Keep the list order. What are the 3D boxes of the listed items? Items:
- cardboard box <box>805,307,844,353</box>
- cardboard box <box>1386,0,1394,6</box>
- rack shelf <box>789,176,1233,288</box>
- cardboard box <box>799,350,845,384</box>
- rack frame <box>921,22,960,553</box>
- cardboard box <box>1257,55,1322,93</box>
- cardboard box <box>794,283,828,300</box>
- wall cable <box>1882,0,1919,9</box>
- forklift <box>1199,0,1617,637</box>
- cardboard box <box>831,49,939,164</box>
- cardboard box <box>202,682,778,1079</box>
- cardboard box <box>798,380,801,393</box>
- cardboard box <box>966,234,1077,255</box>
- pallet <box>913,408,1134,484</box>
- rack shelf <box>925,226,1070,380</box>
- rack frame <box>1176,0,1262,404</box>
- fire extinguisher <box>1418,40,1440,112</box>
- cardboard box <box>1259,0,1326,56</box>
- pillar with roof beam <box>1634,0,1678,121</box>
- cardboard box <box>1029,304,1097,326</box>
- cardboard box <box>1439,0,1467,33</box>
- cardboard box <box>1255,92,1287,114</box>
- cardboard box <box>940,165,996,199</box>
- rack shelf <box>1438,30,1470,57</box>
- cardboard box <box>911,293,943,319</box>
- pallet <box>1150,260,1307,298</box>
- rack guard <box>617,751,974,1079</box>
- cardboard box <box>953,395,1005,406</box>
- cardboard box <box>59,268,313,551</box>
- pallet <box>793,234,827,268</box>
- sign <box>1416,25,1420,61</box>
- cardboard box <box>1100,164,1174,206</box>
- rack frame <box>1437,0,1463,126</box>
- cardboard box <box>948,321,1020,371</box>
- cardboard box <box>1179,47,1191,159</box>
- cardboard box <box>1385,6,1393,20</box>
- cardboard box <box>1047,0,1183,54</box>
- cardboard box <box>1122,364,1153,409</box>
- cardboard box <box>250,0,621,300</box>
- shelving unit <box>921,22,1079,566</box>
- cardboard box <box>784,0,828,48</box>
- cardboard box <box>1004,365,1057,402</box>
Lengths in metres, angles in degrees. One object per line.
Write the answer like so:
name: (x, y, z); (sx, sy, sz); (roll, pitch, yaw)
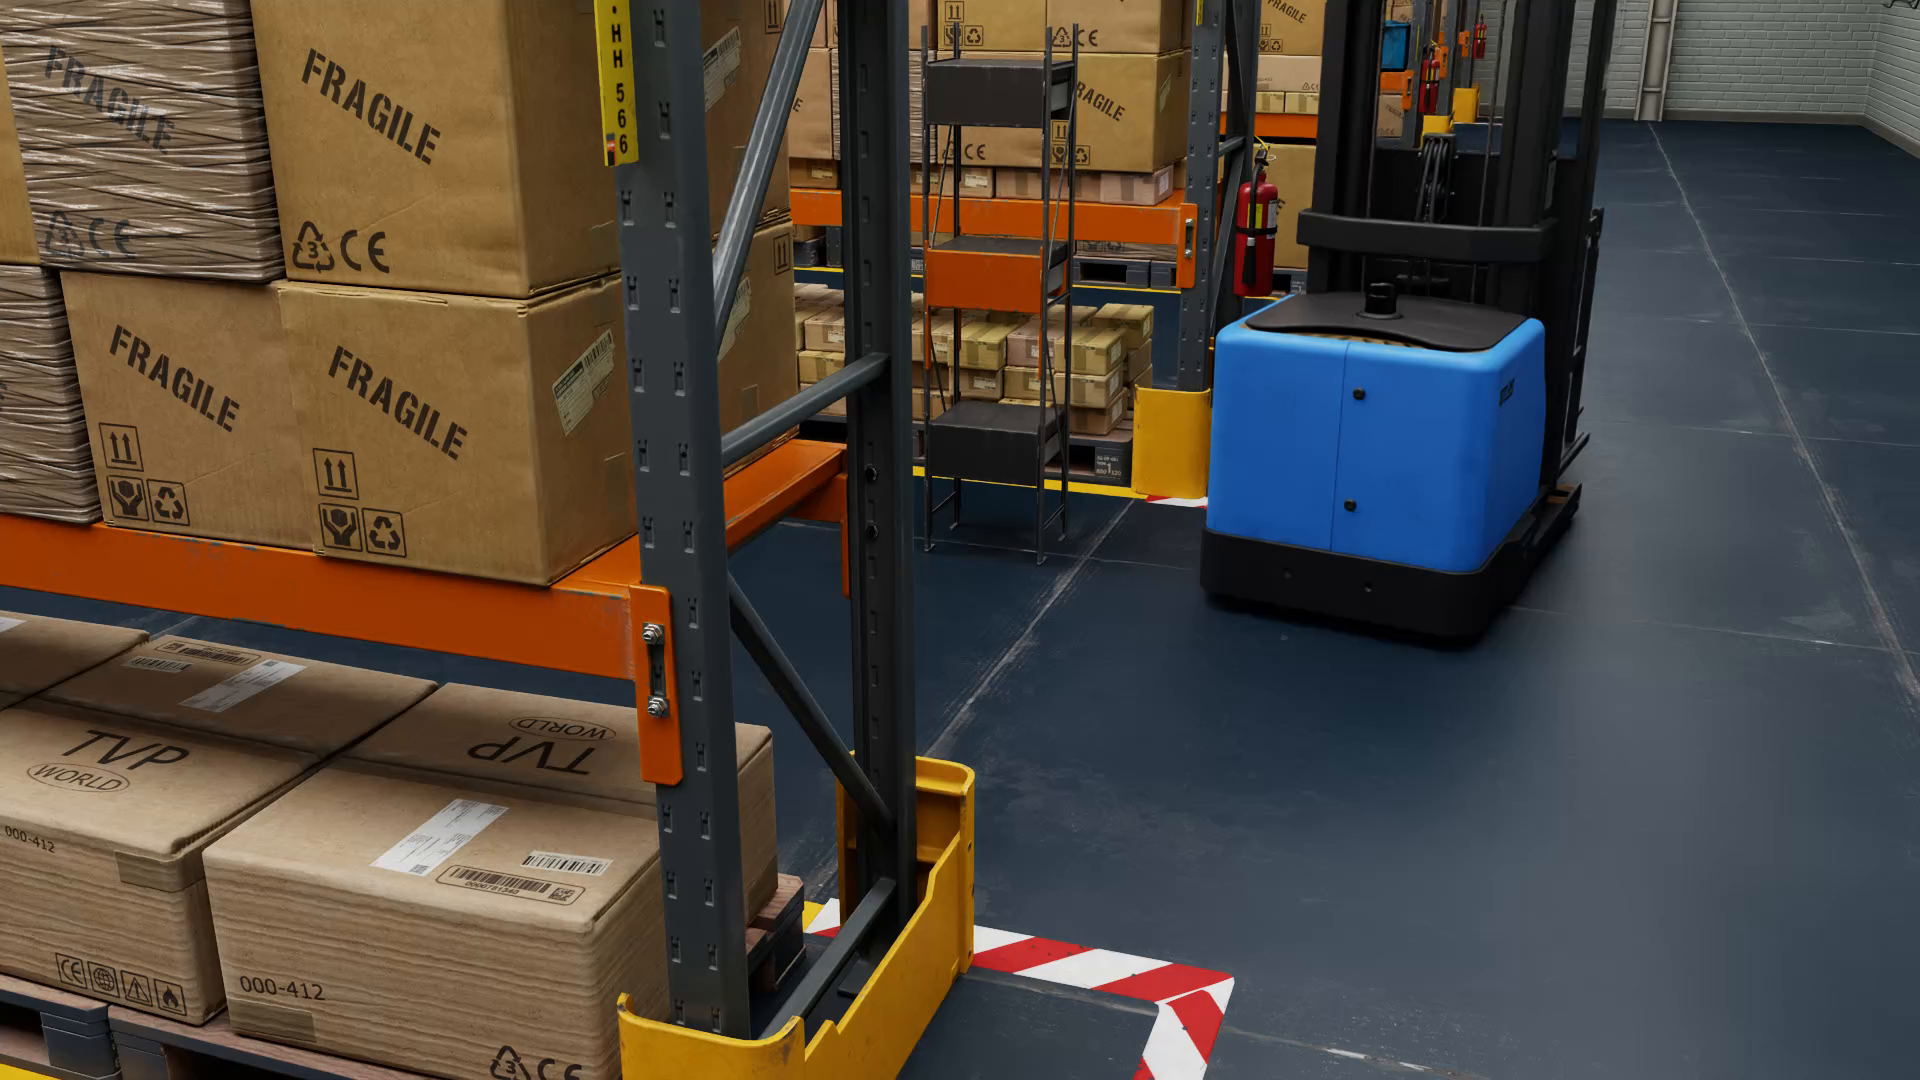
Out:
cardboard box: (-0.592, -1.056, 8.337); (0.250, 0.149, 0.380); (6, 20, 16)
cardboard box: (5.194, -6.936, 20.745); (0.500, 0.500, 0.500); (7, 20, 20)
rack shelf: (-0.684, -1.665, 8.388); (4.000, 0.370, 1.077); (7, 20, 18)
cardboard box: (-0.608, -0.890, 8.314); (0.250, 0.149, 0.380); (8, 21, 21)
rack frame: (-0.074, -1.000, 6.755); (0.015, 2.100, 0.400); (7, 20, 18)
cardboard box: (2.383, -3.359, 11.932); (0.500, 0.250, 0.500); (6, 20, 17)
cardboard box: (-0.896, -1.278, 8.975); (0.250, 0.149, 0.380); (6, 20, 16)
wall cable: (13.030, -8.585, 22.750); (0.112, 2.526, 3.097); (7, 20, 18)
forklift: (2.084, -1.478, 6.863); (1.130, 2.935, 3.031); (11, 22, 28)
cardboard box: (-0.271, -2.054, 7.807); (0.500, 0.500, 0.500); (7, 20, 18)
cardboard box: (-0.980, 0.733, 3.671); (0.875, 0.438, 0.875); (6, 20, 16)
cardboard box: (-0.823, -0.801, 8.511); (0.250, 0.149, 0.380); (7, 20, 20)
cardboard box: (0.597, -2.753, 13.008); (0.875, 0.875, 0.875); (7, 20, 18)
pallet: (0.377, -0.579, 8.416); (1.213, 0.211, 1.003); (7, 20, 18)
rack shelf: (0.156, -0.961, 6.684); (0.480, 0.518, 0.431); (7, 20, 18)
rack frame: (1.205, -1.788, 7.650); (0.127, 3.000, 1.000); (7, 20, 18)
fire extinguisher: (4.547, -4.490, 16.083); (0.183, 0.674, 0.296); (7, 20, 18)
cardboard box: (2.382, -3.714, 11.812); (0.500, 0.500, 0.500); (7, 20, 19)
pillar with roof beam: (9.226, -9.412, 20.405); (0.400, 9.000, 9.100); (7, 20, 18)
cardboard box: (0.522, -1.076, 8.396); (0.250, 0.149, 0.380); (7, 20, 19)
cardboard box: (7.320, -8.134, 25.397); (0.700, 0.700, 0.980); (7, 21, 21)
cardboard box: (2.238, -3.165, 11.980); (0.250, 0.149, 0.380); (7, 20, 19)
cardboard box: (0.091, -1.698, 7.773); (0.250, 0.149, 0.380); (7, 20, 20)
rack shelf: (5.915, -7.816, 26.036); (4.000, 0.370, 1.077); (7, 20, 18)
cardboard box: (-0.195, -1.177, 8.685); (0.250, 0.149, 0.380); (7, 21, 20)
pallet: (2.147, -2.065, 12.680); (1.213, 0.211, 1.003); (7, 20, 18)
rack guard: (-0.301, 0.944, 3.607); (0.348, 0.500, 1.175); (7, 20, 18)
cardboard box: (0.142, -0.684, 8.175); (0.250, 0.149, 0.380); (6, 20, 18)
cardboard box: (-1.336, -0.314, 3.269); (0.500, 0.500, 0.500); (6, 20, 17)
pallet: (-1.604, -2.495, 13.913); (1.213, 0.211, 1.003); (7, 20, 18)
sign: (4.388, -4.764, 15.938); (0.005, 0.325, 0.100); (7, 20, 18)
cardboard box: (0.804, -1.617, 7.540); (0.250, 0.149, 0.380); (7, 20, 18)
rack frame: (6.183, -6.399, 20.878); (0.127, 3.000, 1.000); (7, 20, 18)
cardboard box: (0.117, -0.933, 7.986); (0.250, 0.149, 0.380); (6, 20, 17)
cardboard box: (0.871, -2.111, 7.970); (0.500, 0.500, 0.500); (8, 21, 21)
cardboard box: (5.179, -6.465, 20.915); (0.500, 0.500, 0.500); (7, 20, 19)
cardboard box: (0.691, -2.420, 7.340); (0.500, 0.500, 0.500); (6, 20, 17)
cardboard box: (0.815, -0.797, 8.498); (0.250, 0.149, 0.380); (7, 20, 19)
cardboard box: (-0.858, -0.736, 2.959); (0.500, 0.500, 0.500); (7, 20, 20)
shelving unit: (0.156, -0.974, 6.679); (0.503, 2.100, 0.431); (7, 20, 18)
cardboard box: (-0.782, -2.585, 7.811); (0.500, 0.500, 0.500); (6, 20, 16)
cardboard box: (0.383, -0.794, 8.039); (0.250, 0.149, 0.380); (6, 20, 17)
